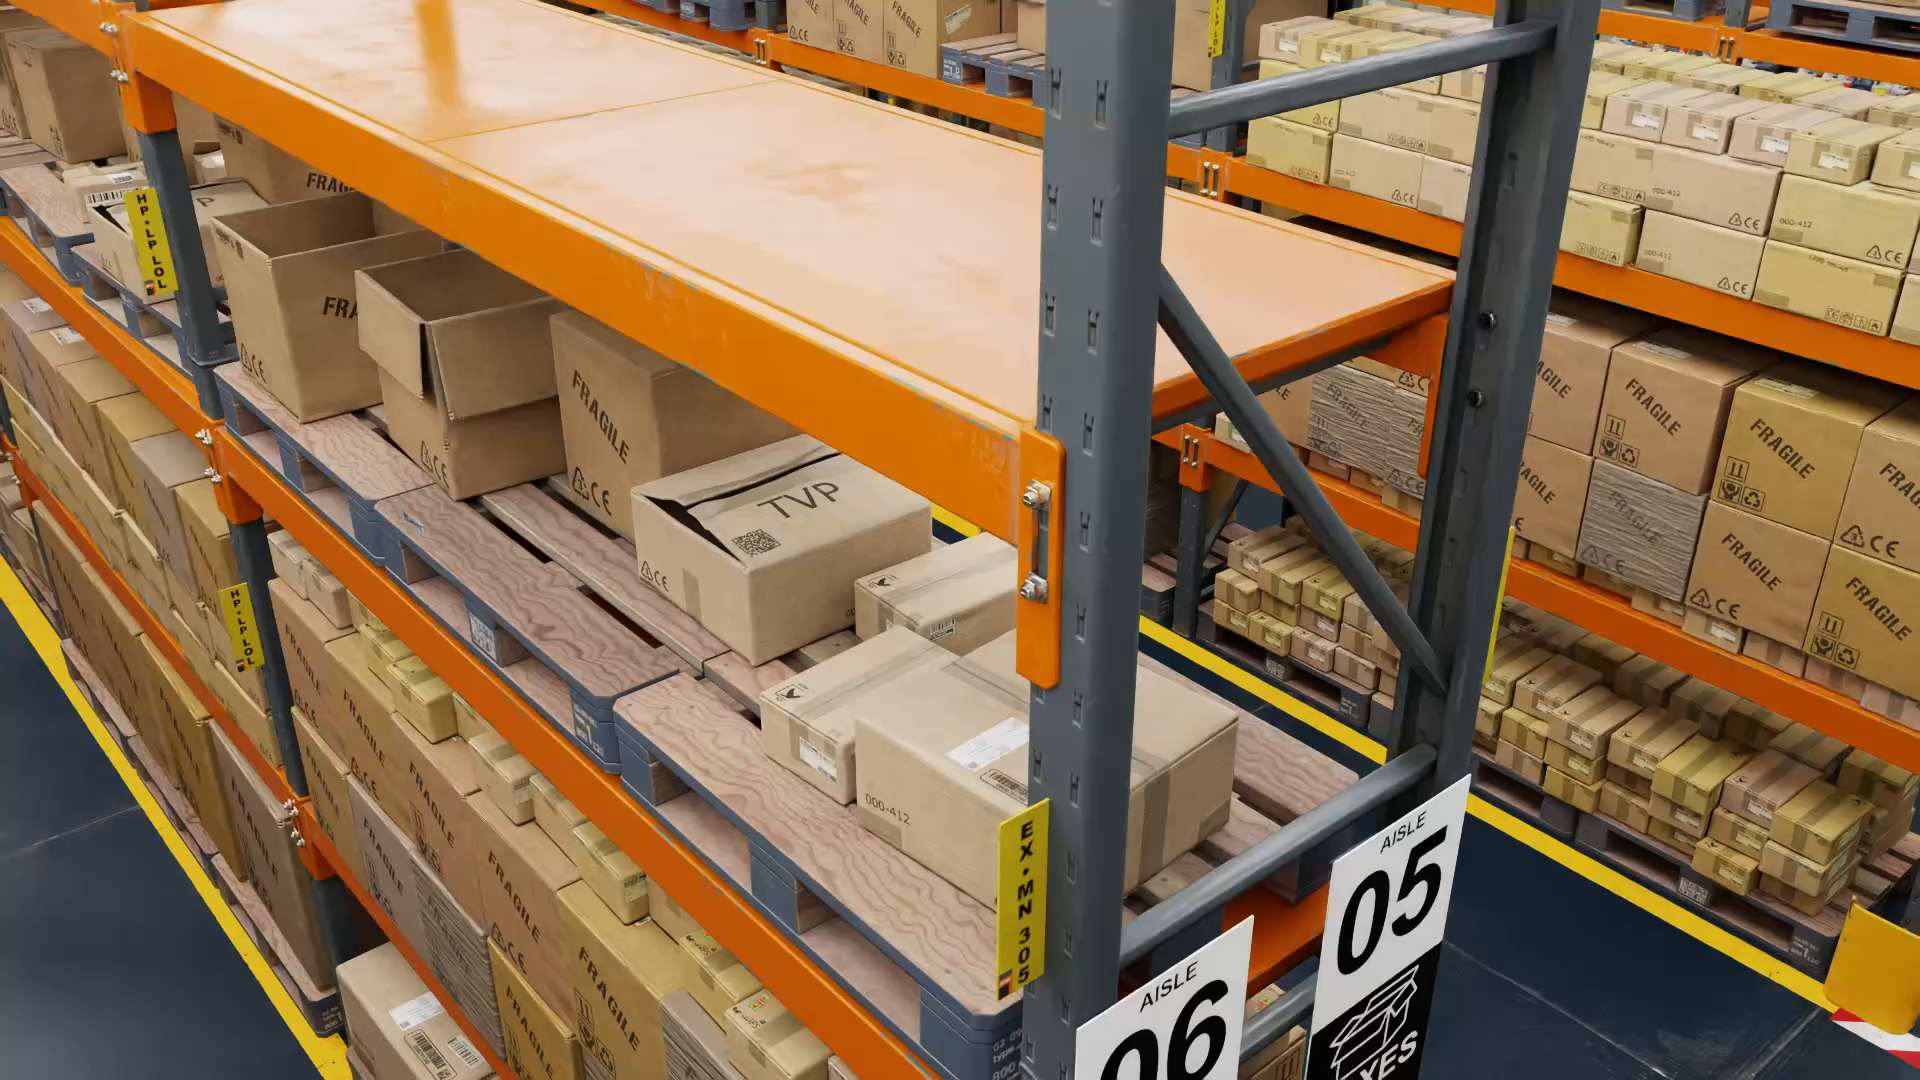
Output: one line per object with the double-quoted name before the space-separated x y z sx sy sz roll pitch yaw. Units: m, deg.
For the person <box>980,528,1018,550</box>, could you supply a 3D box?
"person" 0.363 0.226 8.357 0.554 1.735 1.012 -9 29 -17
